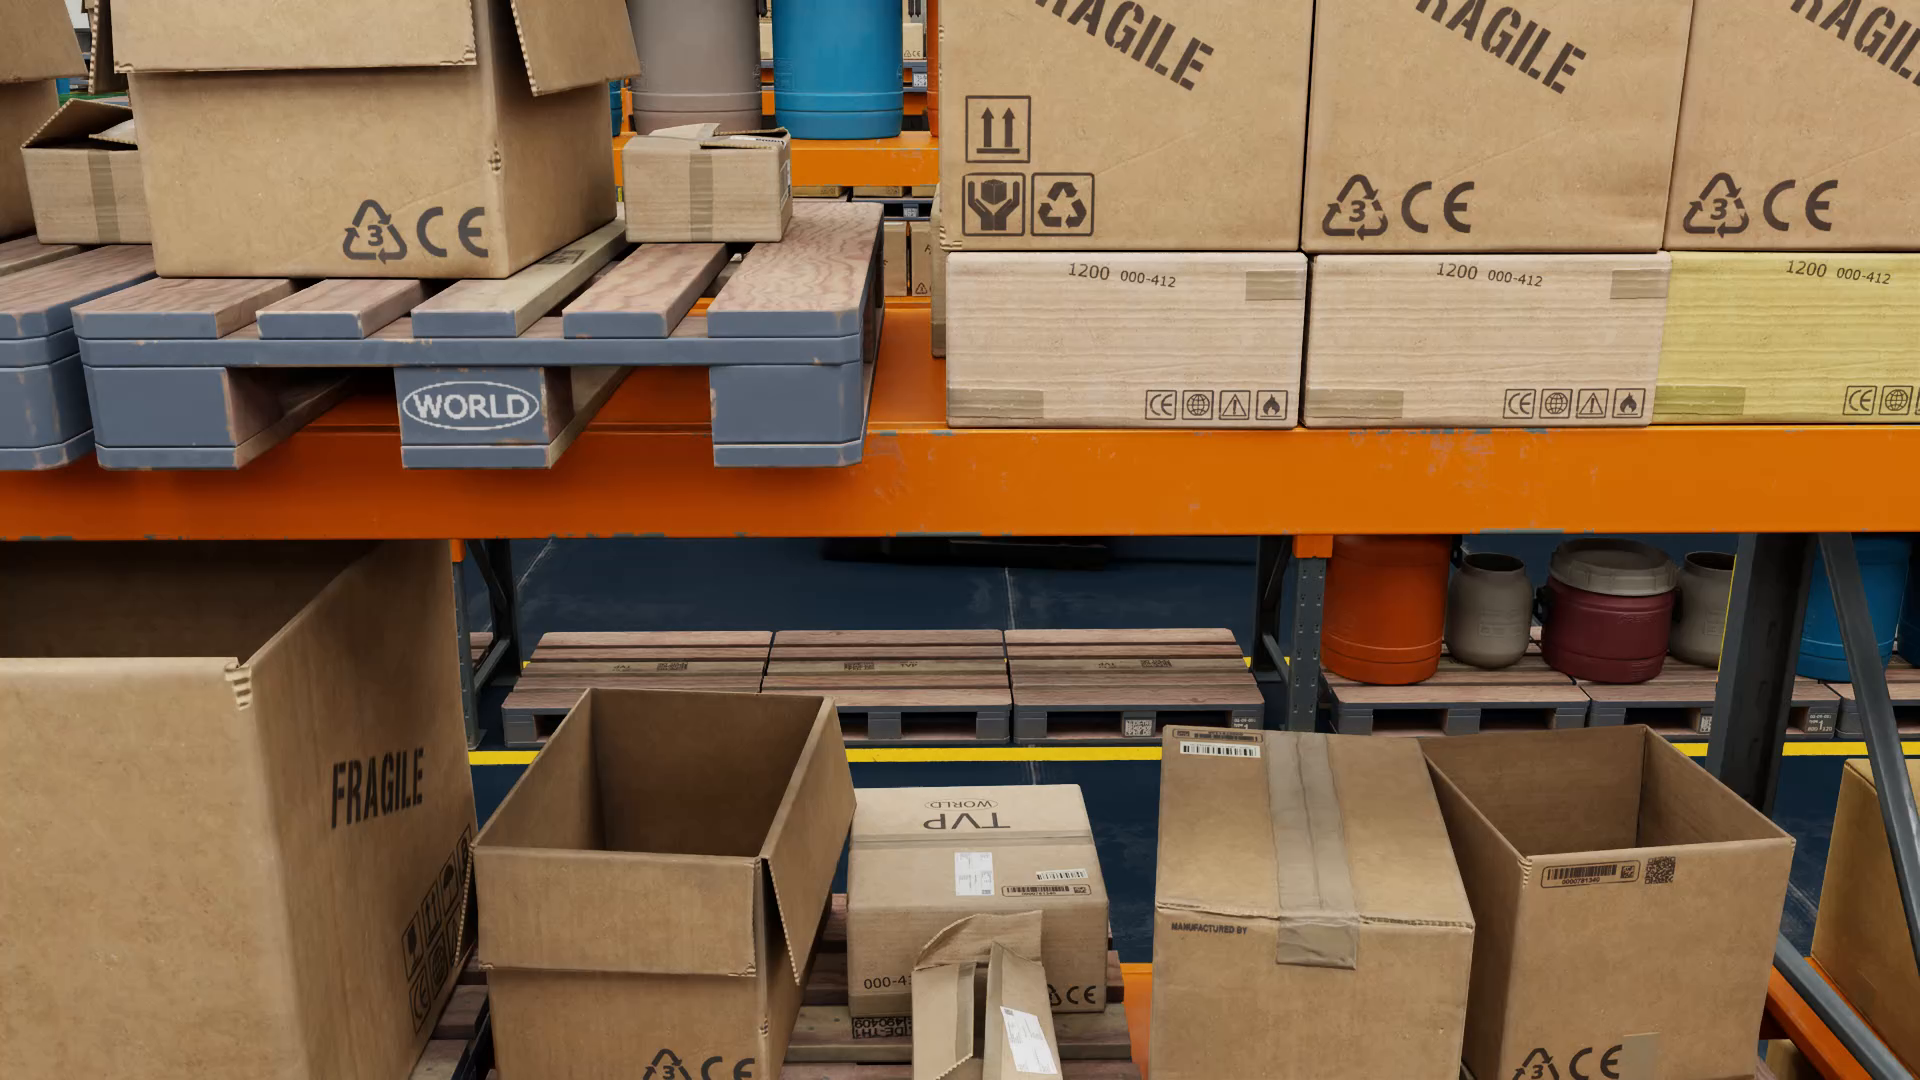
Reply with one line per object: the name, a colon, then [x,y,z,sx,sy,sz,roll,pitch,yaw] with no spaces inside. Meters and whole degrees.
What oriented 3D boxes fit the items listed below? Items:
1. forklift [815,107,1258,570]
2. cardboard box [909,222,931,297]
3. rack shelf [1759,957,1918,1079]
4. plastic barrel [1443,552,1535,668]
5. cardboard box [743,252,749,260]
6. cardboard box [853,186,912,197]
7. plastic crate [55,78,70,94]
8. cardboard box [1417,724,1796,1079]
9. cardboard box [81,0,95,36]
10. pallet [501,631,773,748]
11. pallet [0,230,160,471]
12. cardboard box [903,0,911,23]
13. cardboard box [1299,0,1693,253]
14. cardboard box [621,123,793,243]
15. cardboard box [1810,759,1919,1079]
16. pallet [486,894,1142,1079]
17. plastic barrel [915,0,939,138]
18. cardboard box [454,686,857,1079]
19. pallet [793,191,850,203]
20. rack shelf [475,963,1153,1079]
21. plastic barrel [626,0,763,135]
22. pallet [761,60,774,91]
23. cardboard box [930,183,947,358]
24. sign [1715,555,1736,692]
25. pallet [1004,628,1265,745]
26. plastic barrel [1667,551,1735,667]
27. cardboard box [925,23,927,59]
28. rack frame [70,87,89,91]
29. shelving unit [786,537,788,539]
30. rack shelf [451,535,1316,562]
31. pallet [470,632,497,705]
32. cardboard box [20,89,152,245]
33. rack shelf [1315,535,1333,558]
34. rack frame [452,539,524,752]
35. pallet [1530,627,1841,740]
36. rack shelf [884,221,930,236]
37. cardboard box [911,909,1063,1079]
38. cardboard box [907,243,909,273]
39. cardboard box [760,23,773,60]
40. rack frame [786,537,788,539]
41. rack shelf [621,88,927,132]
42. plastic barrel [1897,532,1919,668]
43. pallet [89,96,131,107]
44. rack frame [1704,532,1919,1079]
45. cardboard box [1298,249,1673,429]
forklift: [0.620,-1.378,10.544,3.031,2.935,1.130,2,18,5]
cardboard box: [-0.127,-2.140,12.645,0.500,0.500,0.500,-1,18,-4]
rack shelf: [3.703,1.253,3.409,4.000,0.370,1.077,0,18,-1]
plastic barrel: [2.677,0.354,8.418,0.421,0.512,0.421,0,18,0]
cardboard box: [-1.573,-2.083,12.849,0.258,0.266,0.396,-1,18,-2]
cardboard box: [-0.805,-3.862,17.291,0.500,0.500,0.700,2,18,7]
plastic crate: [-4.472,-2.076,7.724,0.575,0.384,0.392,0,18,-1]
cardboard box: [1.164,0.687,3.144,0.500,0.500,0.500,-2,18,-8]
cardboard box: [-5.874,-3.813,12.026,0.637,0.503,0.797,1,18,3]
pallet: [-1.590,0.739,8.399,1.213,0.211,1.003,0,18,-1]
pallet: [-1.677,-0.370,2.687,1.003,0.211,1.213,0,18,-1]
cardboard box: [-0.750,-5.259,16.770,0.500,0.500,0.500,-1,18,-3]
cardboard box: [0.718,-0.710,2.456,0.500,0.500,0.500,0,18,-1]
cardboard box: [-0.423,-0.617,2.846,0.250,0.166,0.380,-1,18,-2]
cardboard box: [2.193,0.794,3.497,0.500,0.500,0.500,0,18,1]
pallet: [-0.276,1.033,3.230,1.213,0.211,1.003,0,18,-1]
plastic barrel: [0.146,-2.285,7.646,0.708,0.830,0.600,0,18,-1]
cardboard box: [-0.565,0.653,3.243,0.637,0.503,0.797,2,18,5]
pallet: [-1.764,-3.467,17.259,1.213,0.211,1.003,0,18,-1]
rack shelf: [-0.297,1.272,3.349,4.000,0.370,1.077,0,18,-1]
plastic barrel: [-1.216,-2.312,7.614,0.600,0.901,0.600,0,18,0]
pallet: [-1.567,-3.432,12.238,1.217,0.209,0.805,-1,18,-3]
cardboard box: [0.202,-0.505,3.045,0.500,0.250,0.500,0,18,0]
sign: [1.691,0.199,3.621,0.005,0.325,0.100,0,18,-1]
pallet: [0.850,0.727,8.436,1.213,0.211,1.003,0,18,-1]
plastic barrel: [3.806,0.349,8.435,0.421,0.512,0.421,0,18,0]
cardboard box: [0.002,-3.636,12.118,0.500,0.250,0.500,-1,18,-2]
rack frame: [-6.449,-2.067,12.581,0.127,3.000,1.000,0,18,-1]
shelving unit: [-1.022,-0.533,10.990,0.252,1.050,0.215,2,18,5]
rack shelf: [-0.375,-0.241,8.065,4.000,0.370,1.077,0,18,-1]
pallet: [-3.047,0.745,8.380,1.213,0.211,1.003,0,18,-1]
cardboard box: [-1.358,-0.660,2.817,0.258,0.266,0.396,0,18,1]
rack shelf: [3.625,-0.260,8.125,4.000,0.370,1.077,0,18,-1]
rack frame: [-2.375,-0.574,7.925,0.127,3.000,1.000,0,18,-1]
pallet: [3.629,0.713,8.478,1.213,0.211,1.003,0,18,-1]
rack shelf: [-0.531,-3.266,17.497,4.000,0.370,1.077,0,18,-1]
cardboard box: [0.040,0.874,2.943,0.258,0.266,0.396,-1,18,-2]
cardboard box: [-0.336,-2.988,17.596,0.500,0.250,0.500,0,18,-1]
cardboard box: [-1.284,-3.647,12.152,0.500,0.250,0.500,-2,18,-6]
rack frame: [-1.144,-0.536,11.001,0.008,1.050,0.200,2,18,5]
rack shelf: [-0.449,-3.182,12.323,4.000,0.370,1.077,0,18,-1]
plastic barrel: [5.080,0.185,8.309,0.708,0.901,0.600,0,18,-1]
pallet: [-3.094,-1.879,7.392,1.003,0.211,1.213,0,18,-1]
rack frame: [1.703,0.920,3.269,0.127,3.000,1.000,0,18,-1]
cardboard box: [0.736,-0.353,2.573,0.500,0.250,0.500,0,18,-1]
